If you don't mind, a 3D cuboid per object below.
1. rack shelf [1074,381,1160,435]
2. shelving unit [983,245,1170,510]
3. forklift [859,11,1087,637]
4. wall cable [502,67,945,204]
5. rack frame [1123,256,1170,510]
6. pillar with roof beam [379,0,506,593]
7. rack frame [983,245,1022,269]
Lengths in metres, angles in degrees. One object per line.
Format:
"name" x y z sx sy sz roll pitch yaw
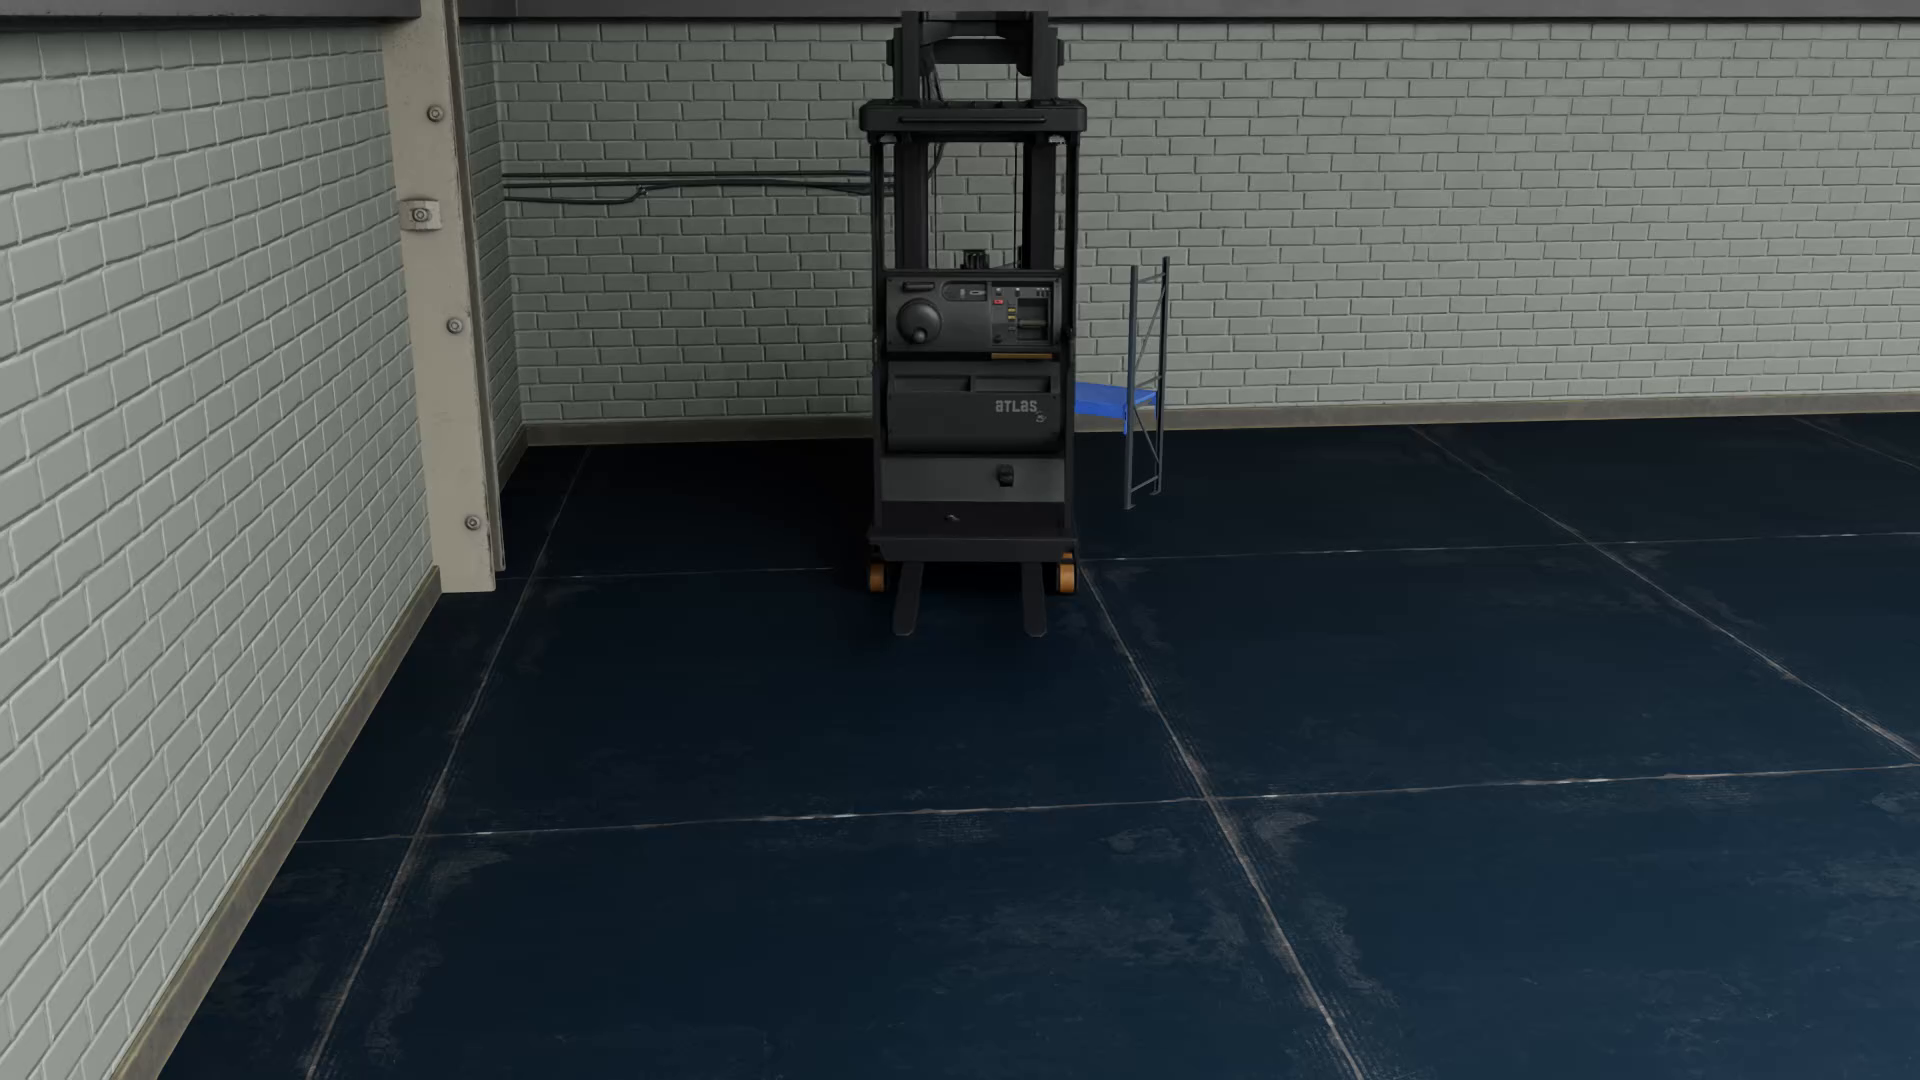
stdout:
"rack shelf" 0.713 -0.873 10.553 1.000 0.185 0.538 10 20 29
"shelving unit" 0.713 -1.044 10.500 1.048 1.500 0.538 10 20 29
"forklift" 0.071 -1.206 8.624 1.130 2.935 3.031 0 17 1
"wall cable" -1.631 -3.514 11.031 3.097 2.526 0.112 -2 18 -6
"rack frame" 1.150 -0.966 10.251 0.032 1.500 0.500 10 20 29
"pillar with roof beam" 1.639 -4.210 8.064 9.100 9.000 0.400 -2 18 -6
"rack frame" 0.277 -1.122 10.748 0.032 1.500 0.500 10 20 29
